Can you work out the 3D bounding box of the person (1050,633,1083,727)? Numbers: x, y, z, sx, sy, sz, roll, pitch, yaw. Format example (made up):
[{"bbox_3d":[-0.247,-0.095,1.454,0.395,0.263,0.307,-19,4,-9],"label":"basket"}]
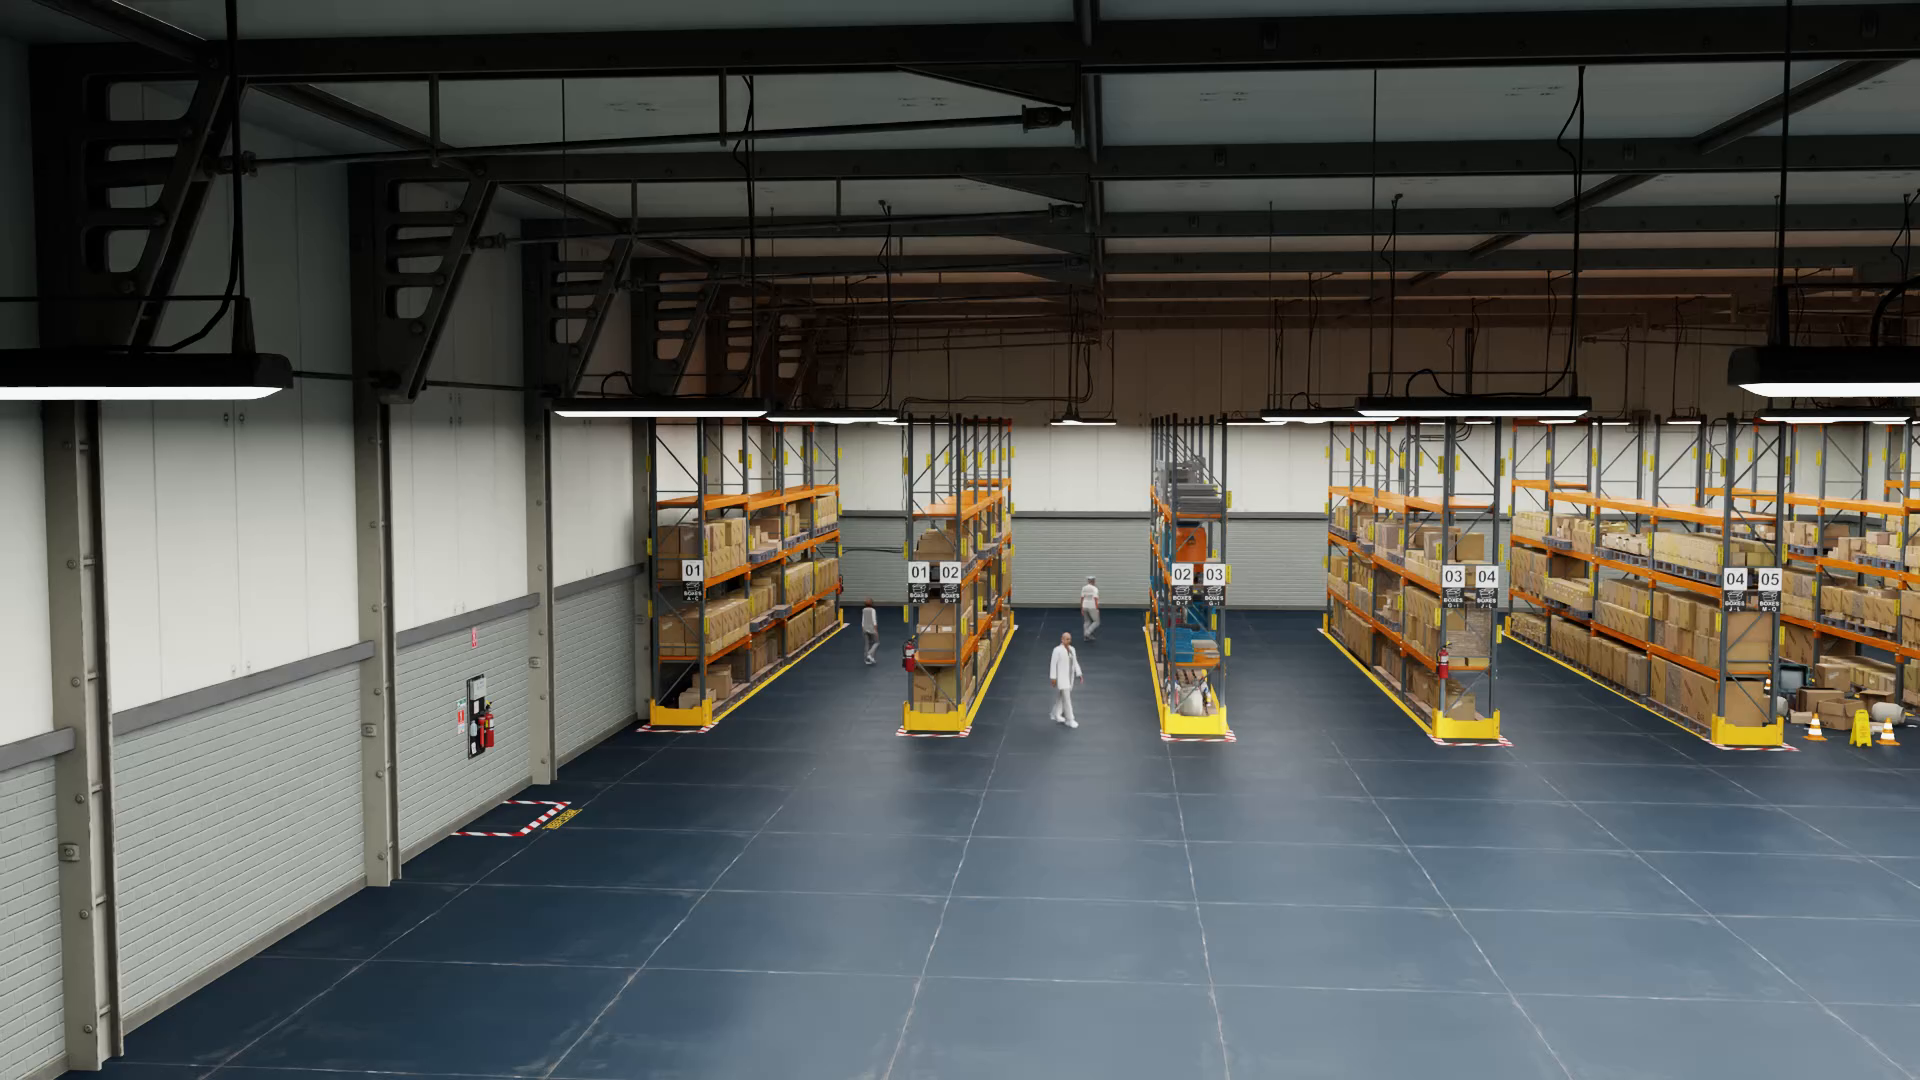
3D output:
[{"bbox_3d":[2.076,2.668,32.085,0.898,1.753,0.596,3,5,41],"label":"person"}]

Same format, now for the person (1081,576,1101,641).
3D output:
[{"bbox_3d":[3.464,1.848,44.591,0.559,1.748,0.583,-4,5,-44],"label":"person"}]

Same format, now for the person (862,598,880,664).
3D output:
[{"bbox_3d":[-2.198,2.213,40.311,0.448,1.599,0.429,3,5,34],"label":"person"}]
